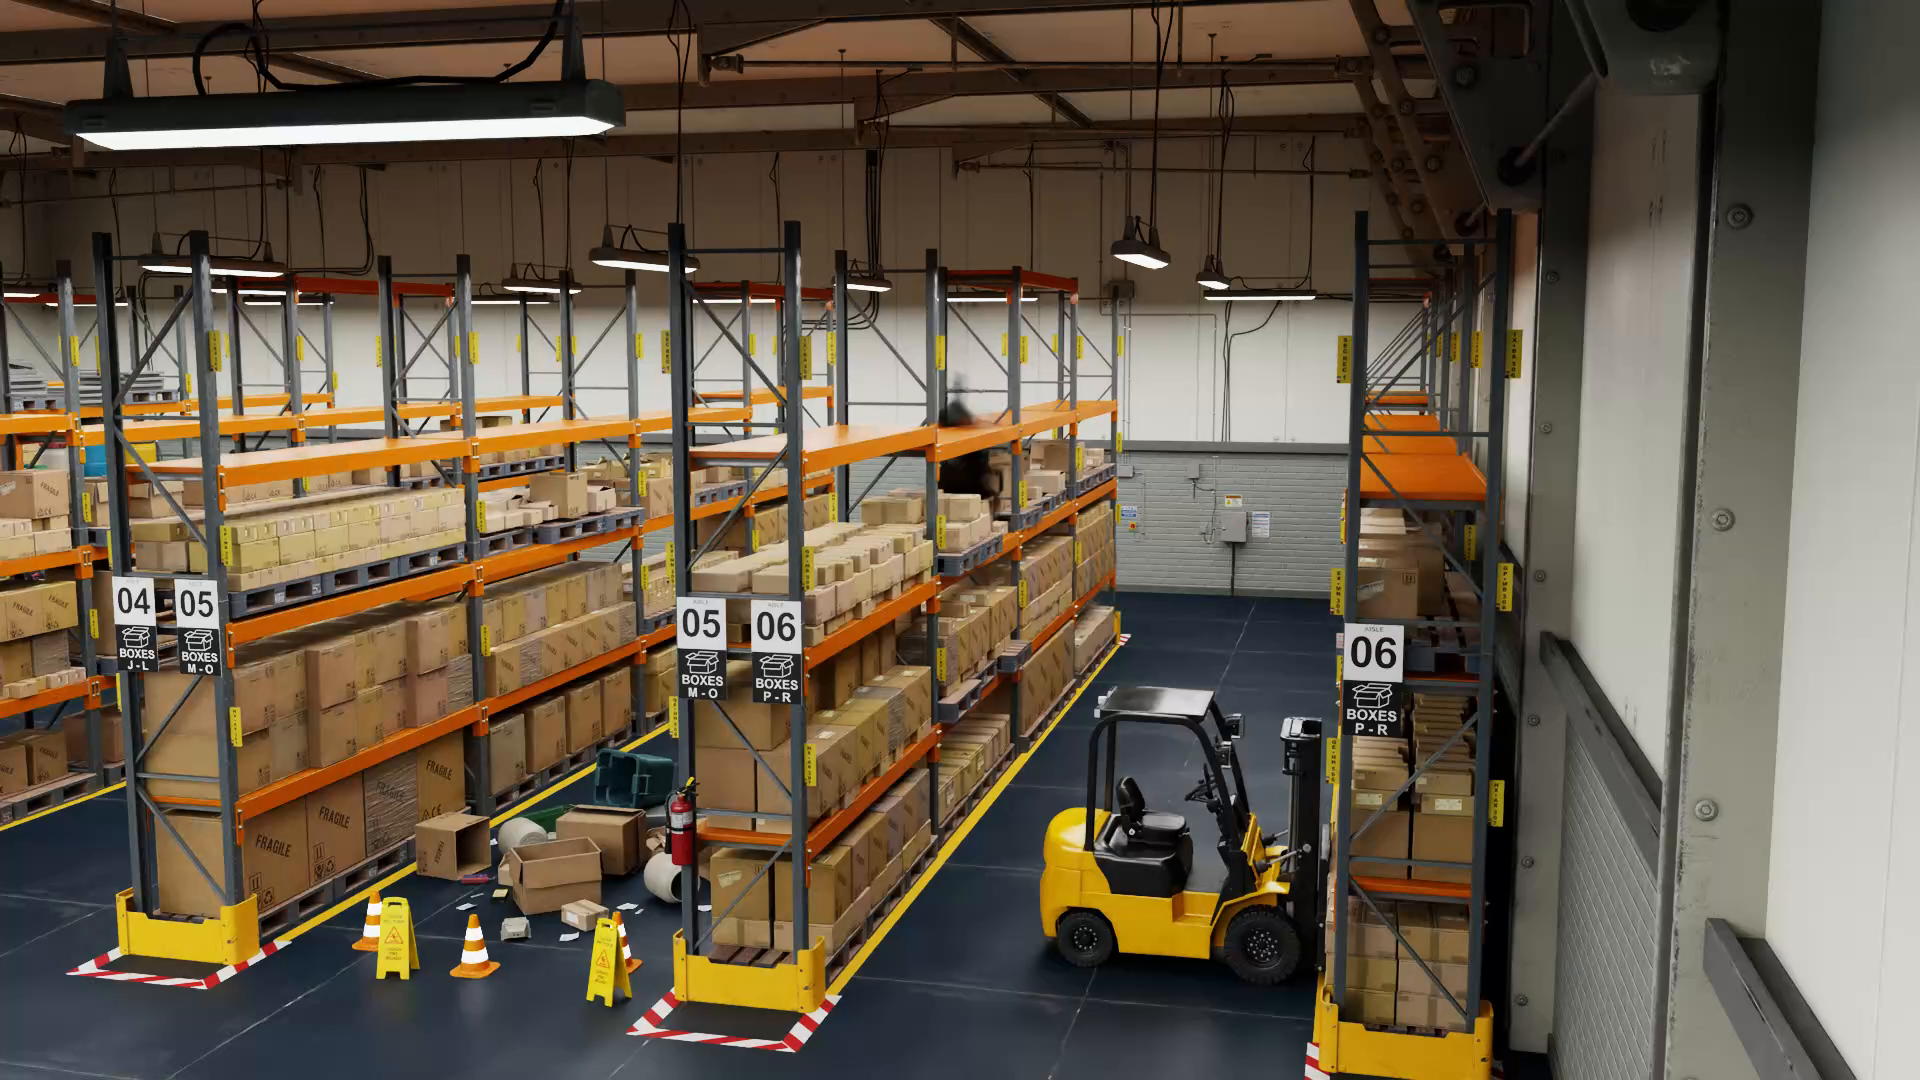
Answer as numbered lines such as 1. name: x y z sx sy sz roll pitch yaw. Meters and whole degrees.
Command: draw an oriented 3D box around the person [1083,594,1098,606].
1. person: 2.286 0.726 29.589 0.633 1.677 0.674 2 7 15
